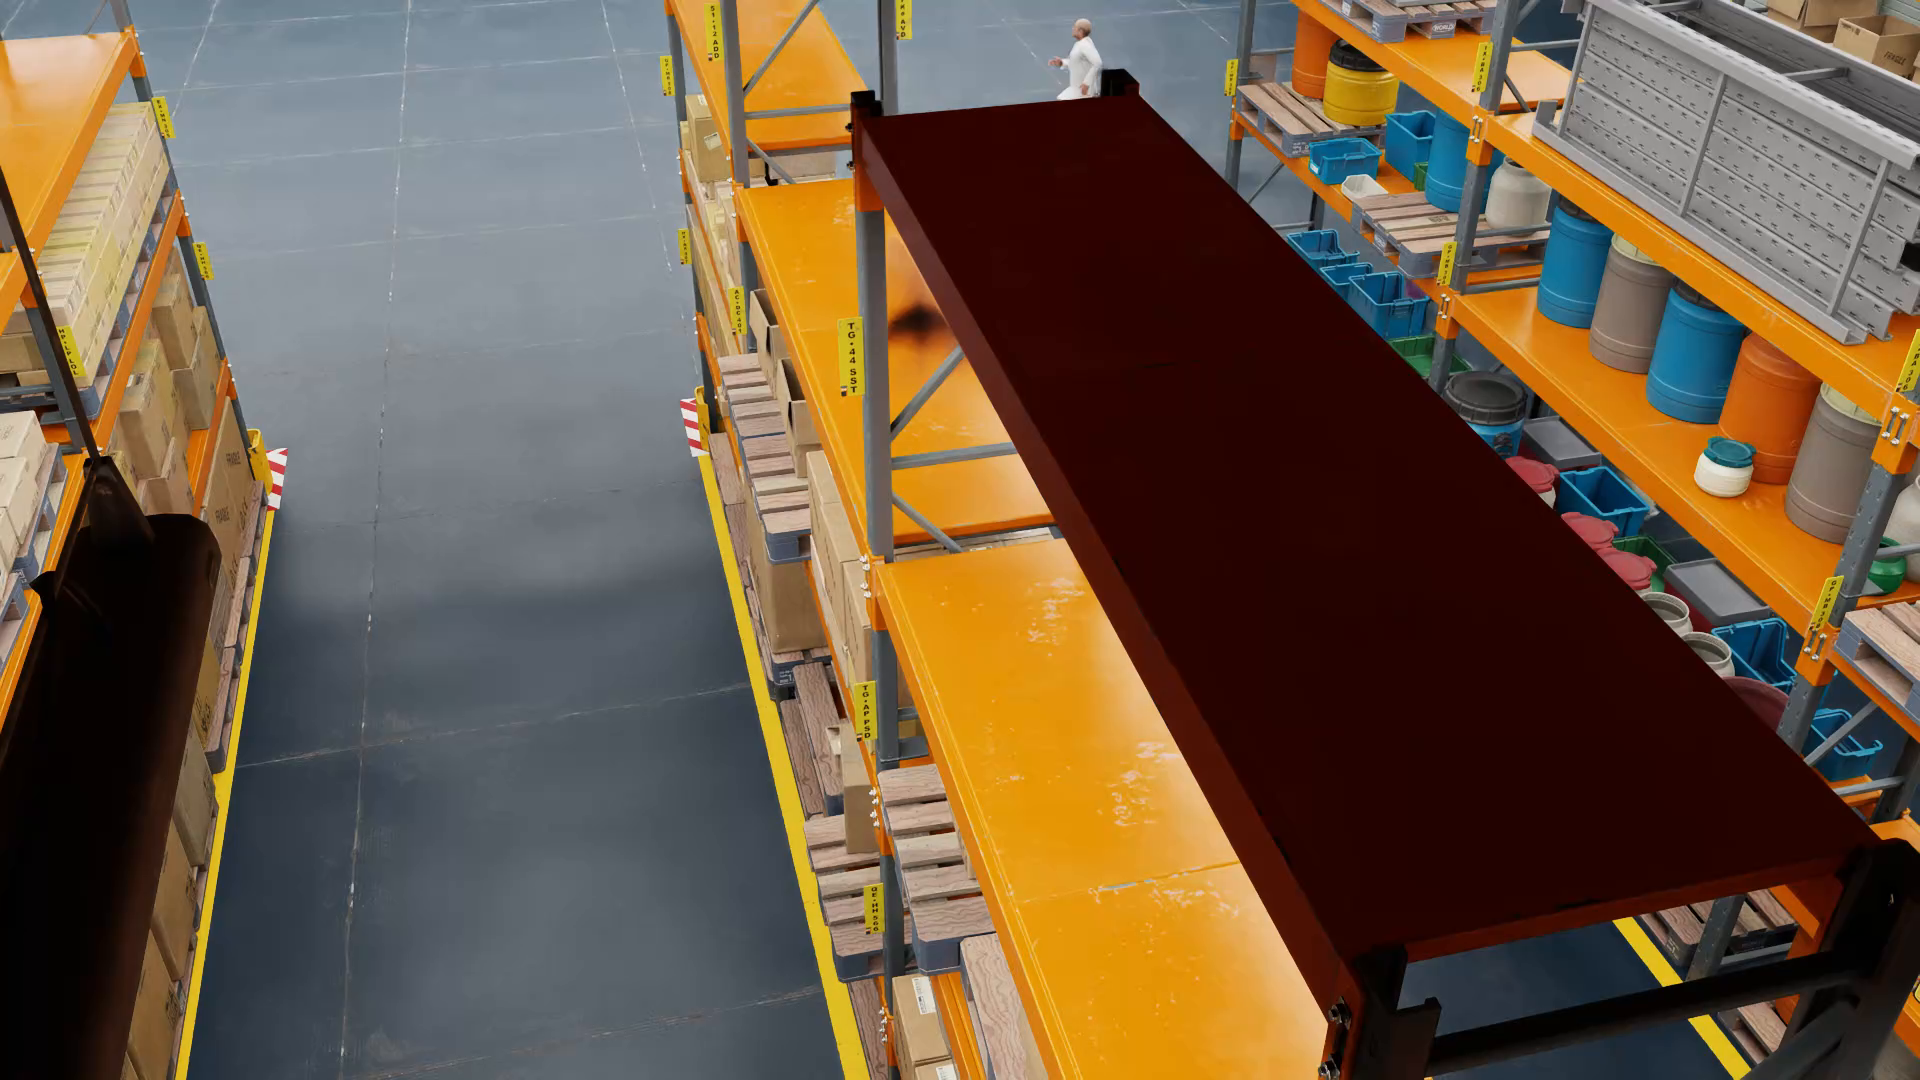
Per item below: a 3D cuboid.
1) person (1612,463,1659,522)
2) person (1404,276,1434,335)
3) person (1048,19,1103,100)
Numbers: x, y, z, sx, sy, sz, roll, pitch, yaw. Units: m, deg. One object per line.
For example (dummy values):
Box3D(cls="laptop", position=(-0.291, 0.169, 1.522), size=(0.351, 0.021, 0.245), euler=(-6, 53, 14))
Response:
Box3D(cls="person", position=(5.759, -0.903, 13.913), size=(0.671, 1.719, 0.751), euler=(-15, 37, -20))
Box3D(cls="person", position=(4.505, -2.365, 16.173), size=(0.567, 1.599, 0.824), euler=(-15, 37, -21))
Box3D(cls="person", position=(1.535, -5.528, 20.598), size=(0.965, 1.805, 0.728), euler=(9, 35, 12))
